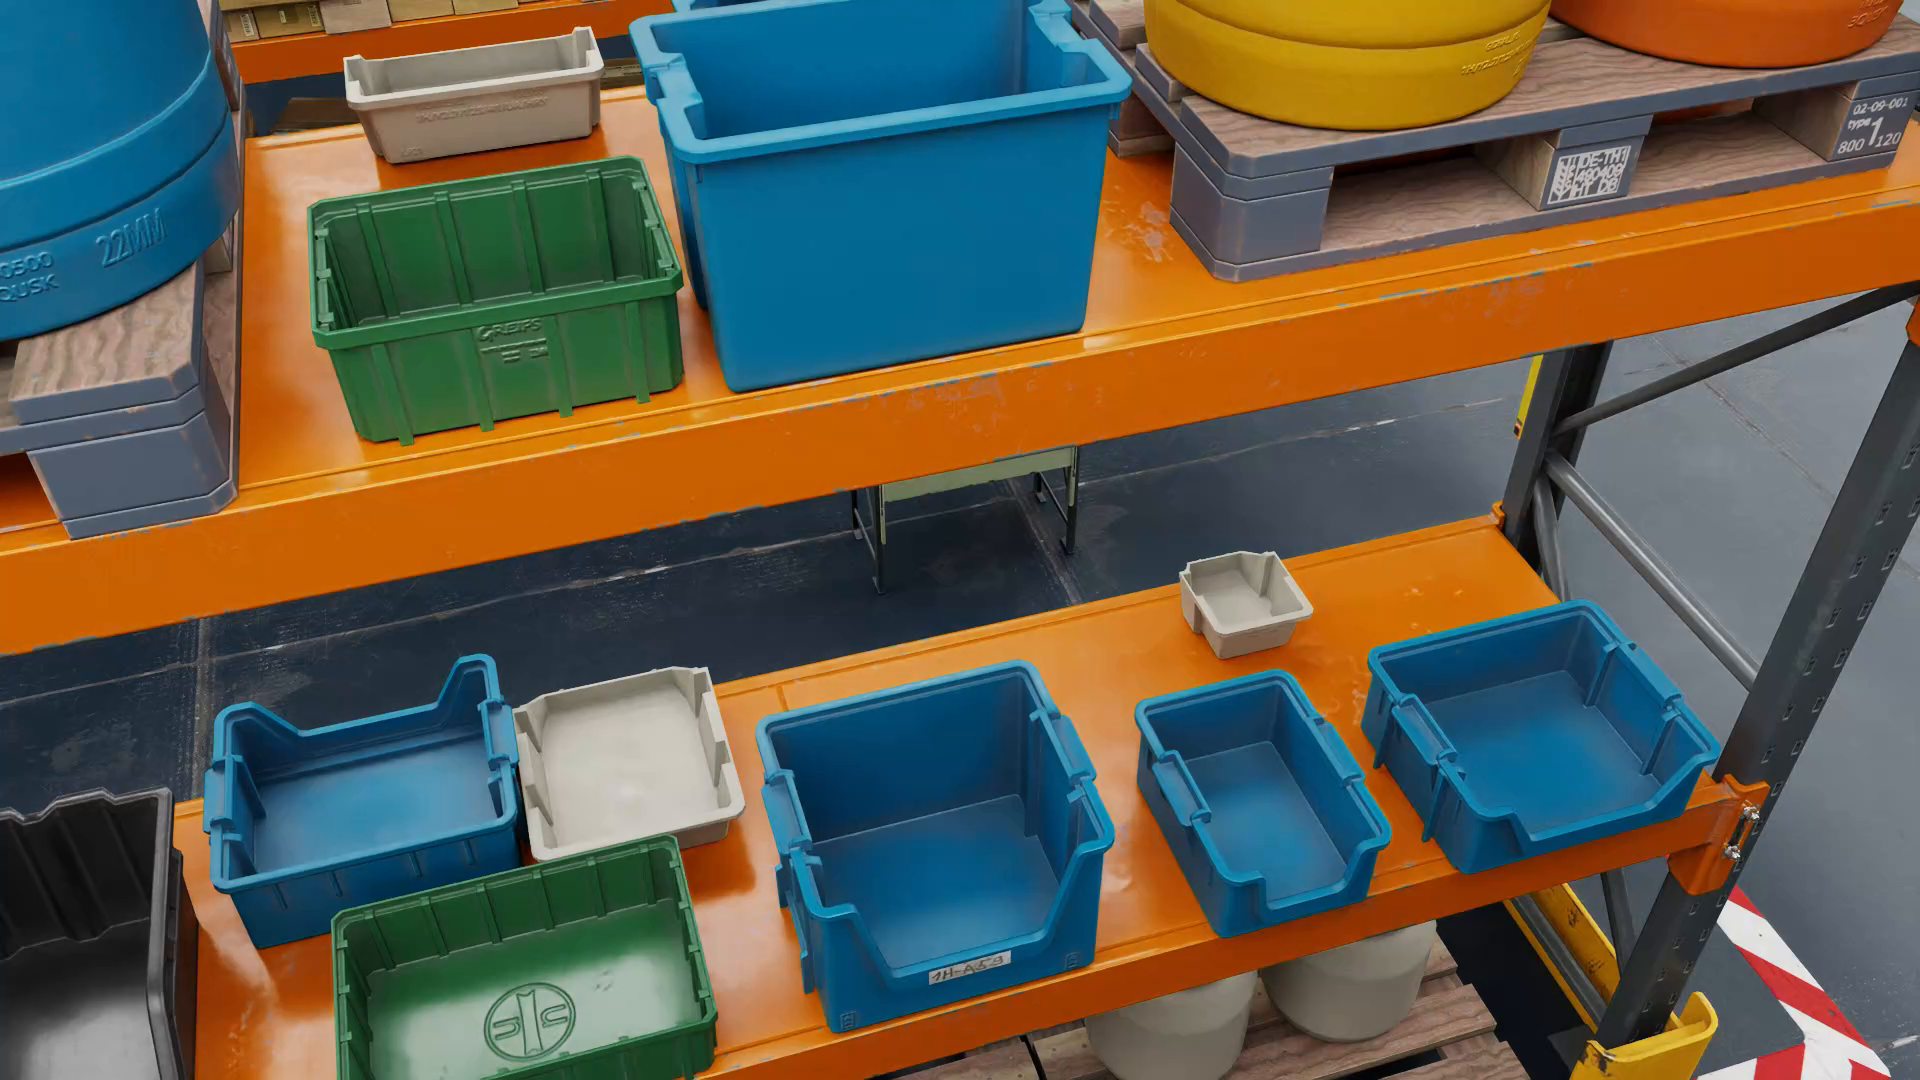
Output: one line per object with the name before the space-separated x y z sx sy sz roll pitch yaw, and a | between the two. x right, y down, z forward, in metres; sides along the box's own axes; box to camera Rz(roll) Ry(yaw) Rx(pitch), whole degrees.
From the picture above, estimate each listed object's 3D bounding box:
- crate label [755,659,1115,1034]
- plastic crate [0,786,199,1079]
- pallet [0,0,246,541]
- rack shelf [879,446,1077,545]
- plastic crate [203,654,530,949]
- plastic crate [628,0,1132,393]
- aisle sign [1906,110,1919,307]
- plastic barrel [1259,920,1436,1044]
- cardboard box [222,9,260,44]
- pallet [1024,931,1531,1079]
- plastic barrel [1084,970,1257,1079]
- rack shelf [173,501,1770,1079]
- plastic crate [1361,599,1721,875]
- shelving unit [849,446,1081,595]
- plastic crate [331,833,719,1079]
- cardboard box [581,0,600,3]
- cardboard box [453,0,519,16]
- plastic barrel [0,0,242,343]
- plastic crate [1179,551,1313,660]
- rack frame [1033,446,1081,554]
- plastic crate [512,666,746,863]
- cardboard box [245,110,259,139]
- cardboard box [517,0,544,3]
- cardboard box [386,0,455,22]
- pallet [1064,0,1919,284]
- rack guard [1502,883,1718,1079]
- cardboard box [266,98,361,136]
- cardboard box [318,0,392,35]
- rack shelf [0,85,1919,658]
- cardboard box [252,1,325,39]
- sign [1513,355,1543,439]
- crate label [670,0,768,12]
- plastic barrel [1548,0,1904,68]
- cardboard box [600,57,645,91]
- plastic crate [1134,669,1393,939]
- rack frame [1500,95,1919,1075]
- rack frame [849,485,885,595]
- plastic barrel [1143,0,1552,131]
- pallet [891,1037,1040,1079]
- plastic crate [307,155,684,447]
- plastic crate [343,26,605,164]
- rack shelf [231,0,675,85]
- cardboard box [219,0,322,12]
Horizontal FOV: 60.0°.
crate label | -0.057 0.599 3.258 0.616 0.435 0.502 -12 42 -13
plastic crate | -1.660 0.869 3.023 0.504 0.338 0.767 -12 42 -13
pallet | -1.539 -0.393 2.284 1.003 0.211 1.213 -12 42 -13
rack shelf | 0.006 -0.321 5.973 0.720 0.370 0.431 -12 42 -13
plastic crate | -1.223 0.536 3.469 0.616 0.251 0.499 -12 42 -13
plastic crate | -0.111 -0.479 2.251 0.575 0.384 0.392 -12 42 -13
aisle sign | 1.776 -0.728 2.828 0.004 0.787 0.394 -12 42 -13
plastic barrel | 1.013 1.036 4.357 0.421 0.512 0.421 0 41 0
cardboard box | -2.917 -2.106 6.572 0.250 0.149 0.380 -12 42 -13
pallet | 0.783 1.331 4.566 1.213 0.211 1.003 -12 42 -13
plastic barrel | 0.535 1.135 4.243 0.421 0.512 0.421 0 41 0
rack shelf | -0.290 0.745 3.664 4.000 0.370 1.077 -12 42 -13
plastic crate | 1.230 0.422 3.601 0.616 0.251 0.499 -12 42 -13
shelving unit | 0.006 -0.566 5.758 0.755 1.500 0.431 -12 42 -13
plastic crate | -0.818 0.858 3.149 0.662 0.188 0.450 -12 42 -13
cardboard box | -1.479 -2.387 6.893 0.250 0.149 0.380 -12 42 -13
cardboard box | -1.963 -2.303 6.797 0.250 0.149 0.380 -12 42 -13
plastic barrel | -1.216 -0.737 1.833 0.708 0.901 0.600 -12 42 -13
plastic crate | 0.668 0.153 3.995 0.250 0.136 0.298 -12 42 -13
rack frame | 0.355 -0.638 5.841 0.023 1.500 0.400 -12 42 -13
plastic crate | -0.725 0.489 3.611 0.437 0.136 0.530 -12 42 -13
cardboard box | -3.292 -1.510 7.279 0.500 0.500 0.500 -13 43 -14
cardboard box | -1.738 -2.381 6.886 0.250 0.149 0.380 -12 42 -13
cardboard box | -2.205 -2.260 6.748 0.250 0.149 0.380 -12 42 -13
pallet | 0.799 -0.878 2.838 1.213 0.211 1.003 -12 42 -13
rack guard | 1.559 1.065 4.651 0.348 0.500 1.175 -12 42 -13
cardboard box | -2.748 -1.628 7.414 0.500 0.500 0.500 1 41 1
cardboard box | -2.431 -2.185 6.662 0.250 0.149 0.380 -12 42 -13
rack shelf | -0.290 -0.385 2.677 4.000 0.370 1.077 -12 42 -13
cardboard box | -2.682 -2.161 6.635 0.250 0.149 0.380 -12 42 -13
sign | 1.457 -0.372 4.185 0.005 0.325 0.100 -12 42 -13
crate label | -0.267 -0.832 2.756 0.408 0.251 0.502 -12 42 -13
plastic barrel | 1.192 -1.195 2.412 0.708 0.830 0.600 -12 42 -13
cardboard box | -1.633 -1.882 7.705 0.500 0.500 0.500 -8 42 -9
plastic crate | 0.609 0.546 3.458 0.408 0.251 0.499 -12 42 -13
rack frame | 1.618 0.079 3.880 0.127 3.000 1.000 -12 42 -13
rack frame | -0.343 -0.494 5.675 0.023 1.500 0.400 -12 42 -13
plastic barrel | 0.569 -0.975 2.344 0.600 0.588 0.600 0 41 0
pallet | -0.379 1.569 4.293 1.213 0.211 1.003 -12 42 -13
plastic crate | -0.611 -0.321 2.219 0.450 0.188 0.336 -12 42 -13
plastic crate | -0.788 -0.732 2.728 0.396 0.136 0.243 -12 42 -13
rack shelf | -1.778 -2.363 7.222 4.000 0.370 1.077 -12 42 -13
cardboard box | -2.750 -2.515 6.547 0.500 0.500 0.875 -12 42 -13
